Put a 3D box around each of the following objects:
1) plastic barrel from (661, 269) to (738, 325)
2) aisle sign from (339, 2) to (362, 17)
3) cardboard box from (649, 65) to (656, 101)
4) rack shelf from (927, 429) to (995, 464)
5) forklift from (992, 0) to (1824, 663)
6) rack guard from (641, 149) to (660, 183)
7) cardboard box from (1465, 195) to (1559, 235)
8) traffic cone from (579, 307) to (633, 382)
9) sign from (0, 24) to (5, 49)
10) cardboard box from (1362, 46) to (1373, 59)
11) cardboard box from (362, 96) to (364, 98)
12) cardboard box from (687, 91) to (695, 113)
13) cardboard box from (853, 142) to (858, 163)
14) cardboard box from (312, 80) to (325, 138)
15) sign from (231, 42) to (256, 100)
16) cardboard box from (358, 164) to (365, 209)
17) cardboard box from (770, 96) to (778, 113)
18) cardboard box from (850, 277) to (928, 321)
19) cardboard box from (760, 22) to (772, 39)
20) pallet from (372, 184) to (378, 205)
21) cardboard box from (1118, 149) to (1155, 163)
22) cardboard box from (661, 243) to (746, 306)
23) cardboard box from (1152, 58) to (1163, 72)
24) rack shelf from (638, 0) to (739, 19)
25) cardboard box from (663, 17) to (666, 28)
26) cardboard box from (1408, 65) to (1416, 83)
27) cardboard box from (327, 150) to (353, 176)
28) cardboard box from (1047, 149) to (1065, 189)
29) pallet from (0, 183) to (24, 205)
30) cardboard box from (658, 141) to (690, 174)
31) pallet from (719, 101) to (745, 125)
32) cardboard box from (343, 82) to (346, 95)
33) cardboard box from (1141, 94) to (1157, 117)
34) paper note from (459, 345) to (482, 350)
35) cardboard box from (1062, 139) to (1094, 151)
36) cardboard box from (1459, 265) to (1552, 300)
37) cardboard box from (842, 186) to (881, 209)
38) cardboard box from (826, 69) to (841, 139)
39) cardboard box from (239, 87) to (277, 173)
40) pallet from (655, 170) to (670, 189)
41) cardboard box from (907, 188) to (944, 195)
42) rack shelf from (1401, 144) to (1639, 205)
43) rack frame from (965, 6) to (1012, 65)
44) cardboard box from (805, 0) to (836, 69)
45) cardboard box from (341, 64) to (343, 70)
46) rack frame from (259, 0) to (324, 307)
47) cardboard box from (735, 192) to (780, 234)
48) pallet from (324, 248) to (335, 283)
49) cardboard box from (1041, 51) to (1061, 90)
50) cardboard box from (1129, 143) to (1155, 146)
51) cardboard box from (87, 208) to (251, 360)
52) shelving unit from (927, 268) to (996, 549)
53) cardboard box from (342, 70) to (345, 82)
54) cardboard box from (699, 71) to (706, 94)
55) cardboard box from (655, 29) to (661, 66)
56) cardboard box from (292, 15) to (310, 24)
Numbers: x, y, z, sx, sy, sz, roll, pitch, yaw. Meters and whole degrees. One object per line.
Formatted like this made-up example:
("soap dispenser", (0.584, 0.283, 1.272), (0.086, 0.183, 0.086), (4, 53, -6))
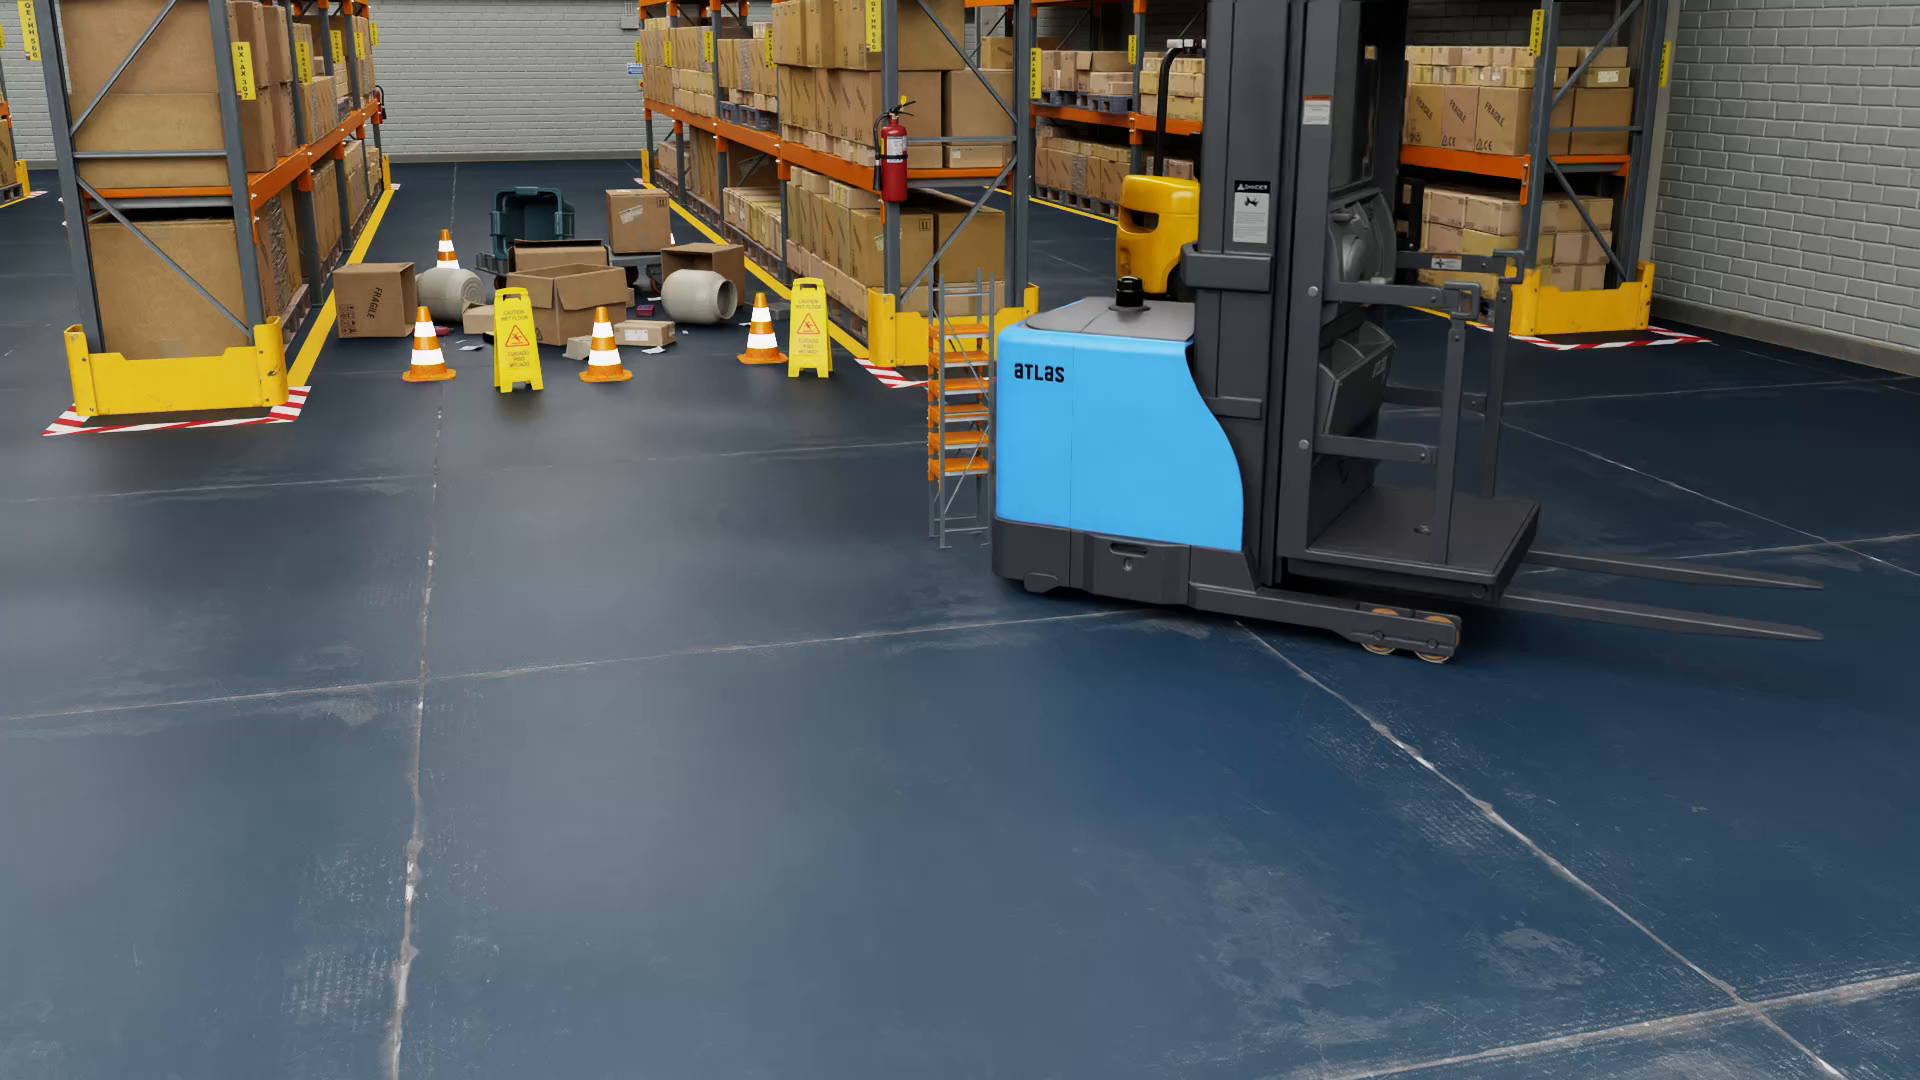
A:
("plastic barrel", (-2.047, -1.906, 13.060), (0.512, 0.421, 0.421), (7, 18, 23))
("aisle sign", (-8.884, -7.983, 24.296), (0.394, 0.787, 0.004), (-5, 17, -15))
("cardboard box", (-4.277, -6.726, 24.456), (0.500, 0.500, 0.500), (-5, 17, -16))
("rack shelf", (0.004, -0.413, 7.313), (0.258, 0.103, 0.180), (-5, 17, -15))
("forklift", (1.683, -1.136, 6.140), (3.031, 2.935, 1.130), (8, 19, 25))
("rack guard", (-4.428, -5.923, 26.301), (1.175, 0.500, 0.348), (-5, 17, -15))
("cardboard box", (4.321, -2.547, 13.029), (0.500, 0.250, 0.500), (-4, 17, -13))
("traffic cone", (-2.356, -1.308, 11.002), (0.336, 0.463, 0.334), (-5, 17, -15))
("sign", (-13.424, -7.037, 23.241), (0.100, 0.325, 0.005), (-5, 17, -15))
("cardboard box", (3.757, -4.293, 14.712), (0.380, 0.149, 0.250), (-5, 17, -16))
("cardboard box", (-8.158, -5.857, 22.175), (0.380, 0.149, 0.250), (-4, 17, -14))
("cardboard box", (-3.057, -5.368, 20.368), (0.500, 0.250, 0.500), (-5, 17, -16))
("cardboard box", (-0.559, -2.788, 11.956), (0.380, 0.149, 0.250), (-5, 17, -16))
("cardboard box", (-6.015, -3.868, 14.940), (0.500, 0.500, 0.500), (-5, 17, -16))
("sign", (-4.220, -2.763, 9.795), (0.100, 0.325, 0.005), (-5, 17, -15))
("cardboard box", (-7.467, -4.265, 20.052), (0.500, 0.500, 0.500), (-5, 17, -17))
("cardboard box", (-1.530, -3.996, 15.246), (0.380, 0.149, 0.250), (-4, 17, -14))
("cardboard box", (-0.512, -1.781, 12.217), (0.500, 0.250, 0.500), (-5, 17, -16))
("cardboard box", (-1.669, -4.796, 15.655), (0.380, 0.149, 0.250), (-5, 17, -17))
("pallet", (-8.611, -4.773, 22.976), (1.003, 0.211, 1.213), (-5, 17, -15))
("cardboard box", (2.170, -4.725, 20.457), (0.380, 0.149, 0.250), (-6, 18, -18))
("cardboard box", (-2.137, -2.194, 13.884), (0.500, 0.500, 0.500), (7, 18, 23))
("cardboard box", (2.428, -5.467, 19.138), (0.380, 0.149, 0.250), (-4, 17, -14))
("rack shelf", (-3.872, -7.652, 23.750), (1.077, 0.370, 4.000), (-5, 17, -15))
("cardboard box", (-3.930, -7.191, 23.137), (0.380, 0.149, 0.250), (-5, 17, -16))
("cardboard box", (4.025, -3.943, 14.062), (0.380, 0.149, 0.250), (-5, 17, -16))
("cardboard box", (-7.050, -4.195, 18.514), (0.500, 0.250, 0.500), (-5, 17, -16))
("cardboard box", (1.522, -5.106, 22.853), (0.500, 0.500, 0.500), (-5, 17, -16))
("pallet", (-13.655, -4.779, 22.997), (1.003, 0.211, 1.213), (-5, 17, -15))
("cardboard box", (-4.144, -5.913, 25.646), (0.875, 0.438, 0.875), (-5, 18, -17))
("pallet", (-1.924, -4.620, 17.952), (1.213, 0.211, 1.003), (-5, 17, -15))
("cardboard box", (-7.616, -5.433, 20.033), (0.380, 0.149, 0.250), (-5, 17, -15))
("cardboard box", (2.436, -5.080, 19.411), (0.500, 0.250, 0.500), (-5, 17, -15))
("paper note", (-3.543, -1.402, 12.070), (0.144, 0.017, 0.142), (1, 17, 4))
("cardboard box", (1.613, -5.380, 22.635), (0.380, 0.149, 0.250), (-5, 17, -16))
("cardboard box", (4.315, -2.070, 13.180), (0.500, 0.250, 0.500), (-5, 17, -15))
("cardboard box", (-0.660, -2.539, 12.309), (0.380, 0.149, 0.250), (-4, 17, -14))
("cardboard box", (-0.706, -3.284, 12.480), (0.500, 0.500, 0.500), (-5, 17, -16))
("cardboard box", (-5.107, -2.755, 11.148), (0.875, 0.550, 0.550), (-5, 17, -15))
("pallet", (-4.126, -5.563, 25.605), (1.003, 0.211, 1.213), (-5, 17, -15))
("cardboard box", (-0.420, -2.614, 13.685), (0.500, 0.500, 0.500), (-4, 17, -12))
("rack shelf", (4.198, -3.290, 14.441), (1.077, 0.370, 4.000), (-5, 17, -15))
("rack frame", (0.350, -7.507, 27.229), (1.000, 3.000, 0.127), (-5, 17, -15))
("cardboard box", (-0.745, -3.755, 12.308), (0.700, 0.500, 0.500), (-5, 17, -16))
("cardboard box", (-7.612, -5.712, 19.926), (0.380, 0.149, 0.250), (-5, 18, -17))
("rack frame", (-5.855, -3.375, 13.473), (1.000, 3.000, 0.127), (-5, 17, -15))
("cardboard box", (-1.866, -3.483, 17.670), (0.950, 0.372, 0.625), (-5, 17, -16))
("pallet", (-6.478, -2.585, 15.691), (1.003, 0.211, 1.213), (-5, 17, -15))
("cardboard box", (1.510, -6.355, 22.490), (0.700, 0.500, 0.500), (-5, 17, -15))
("cardboard box", (2.409, -5.067, 21.593), (0.380, 0.149, 0.250), (-5, 17, -16))
("cardboard box", (-5.006, -1.634, 10.642), (0.875, 0.875, 0.875), (-5, 17, -15))
("shelving unit", (0.004, -0.571, 7.266), (0.258, 1.200, 0.189), (-5, 17, -15))
("cardboard box", (-7.615, -5.575, 19.987), (0.380, 0.149, 0.250), (-4, 17, -13))
("cardboard box", (-2.745, -5.324, 19.353), (0.500, 0.250, 0.500), (-5, 17, -17))
("cardboard box", (-3.998, -6.924, 23.375), (0.500, 0.500, 0.500), (-4, 17, -15))
("cardboard box", (-8.443, -6.366, 21.001), (0.500, 0.500, 0.500), (-5, 18, -17))
